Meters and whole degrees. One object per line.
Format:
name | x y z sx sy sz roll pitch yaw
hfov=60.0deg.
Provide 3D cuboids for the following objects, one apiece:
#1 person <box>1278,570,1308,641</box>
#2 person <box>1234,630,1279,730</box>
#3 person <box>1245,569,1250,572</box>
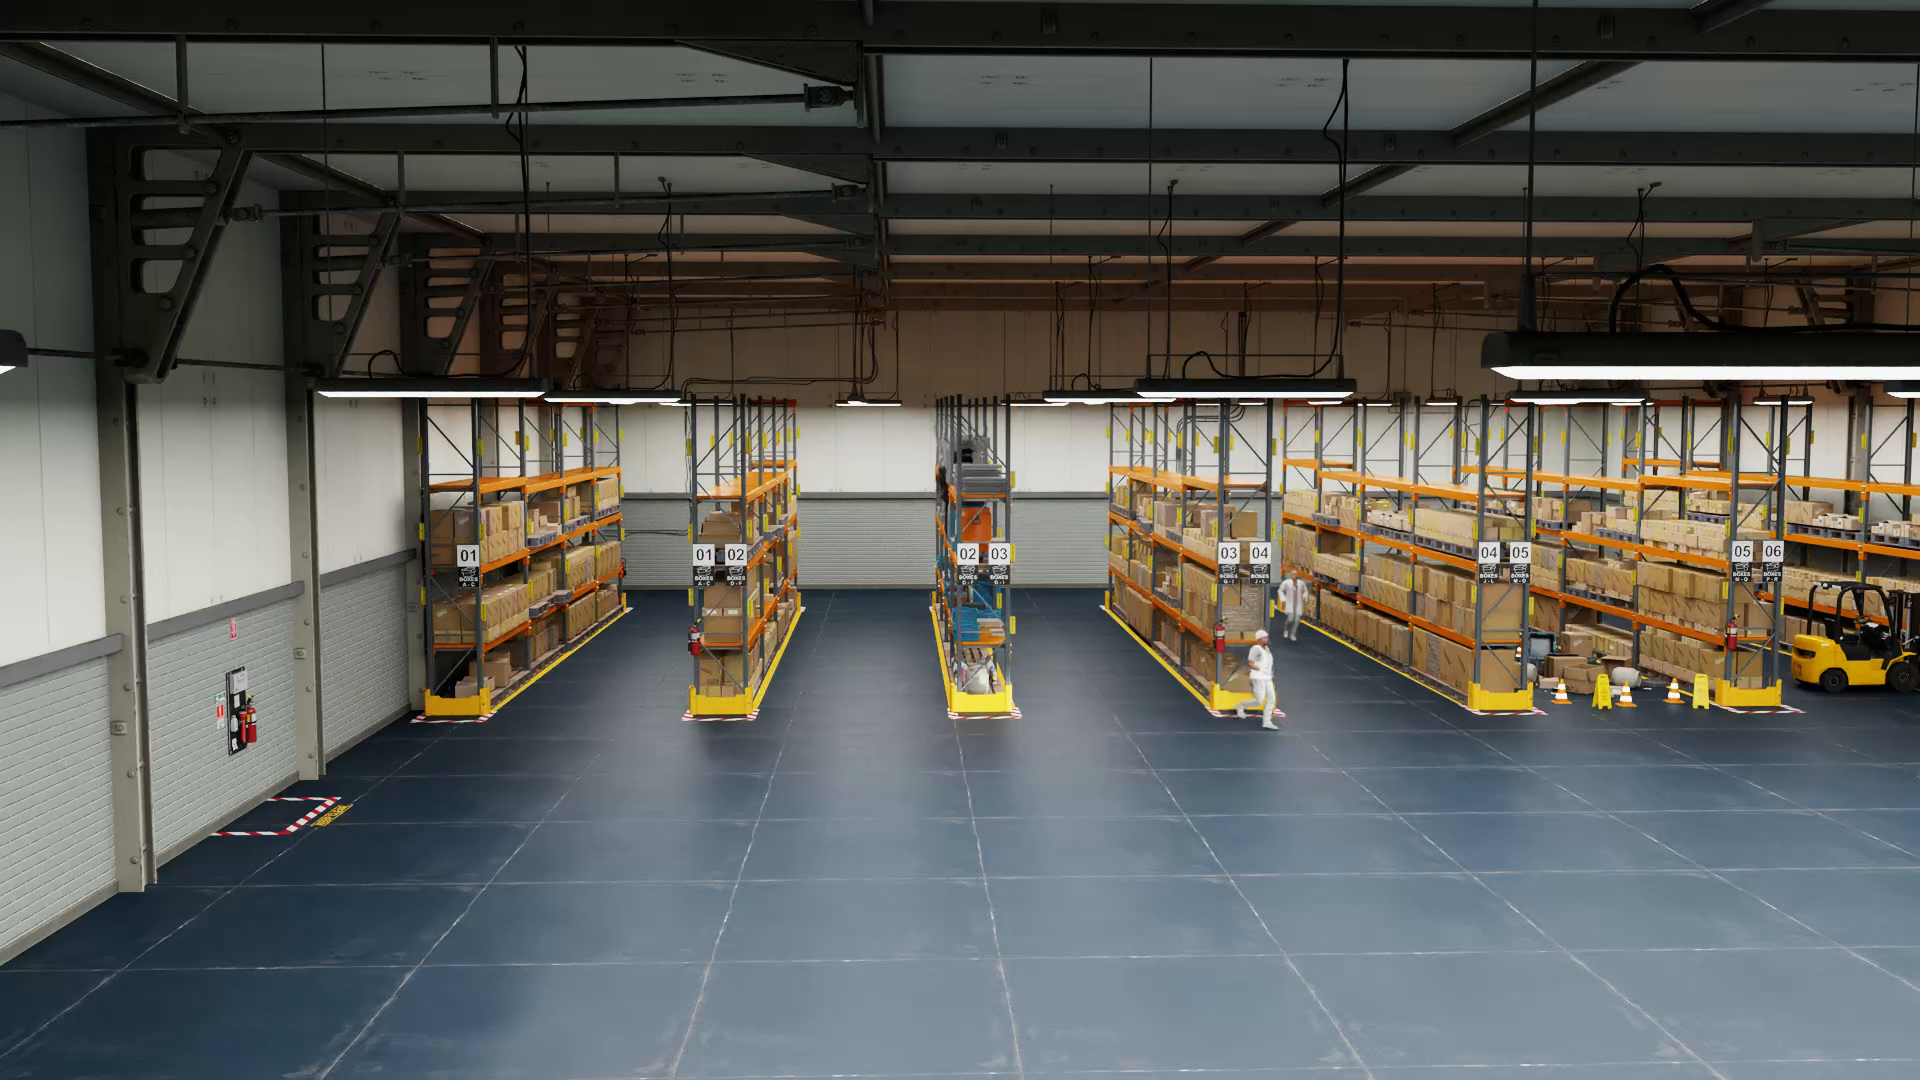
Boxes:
person | 8.269 1.617 41.133 0.723 1.746 0.629 0 5 -3
person | 5.407 2.503 29.954 0.837 1.769 0.690 4 6 38
person | 7.901 1.168 47.780 0.828 1.602 0.519 2 5 27
